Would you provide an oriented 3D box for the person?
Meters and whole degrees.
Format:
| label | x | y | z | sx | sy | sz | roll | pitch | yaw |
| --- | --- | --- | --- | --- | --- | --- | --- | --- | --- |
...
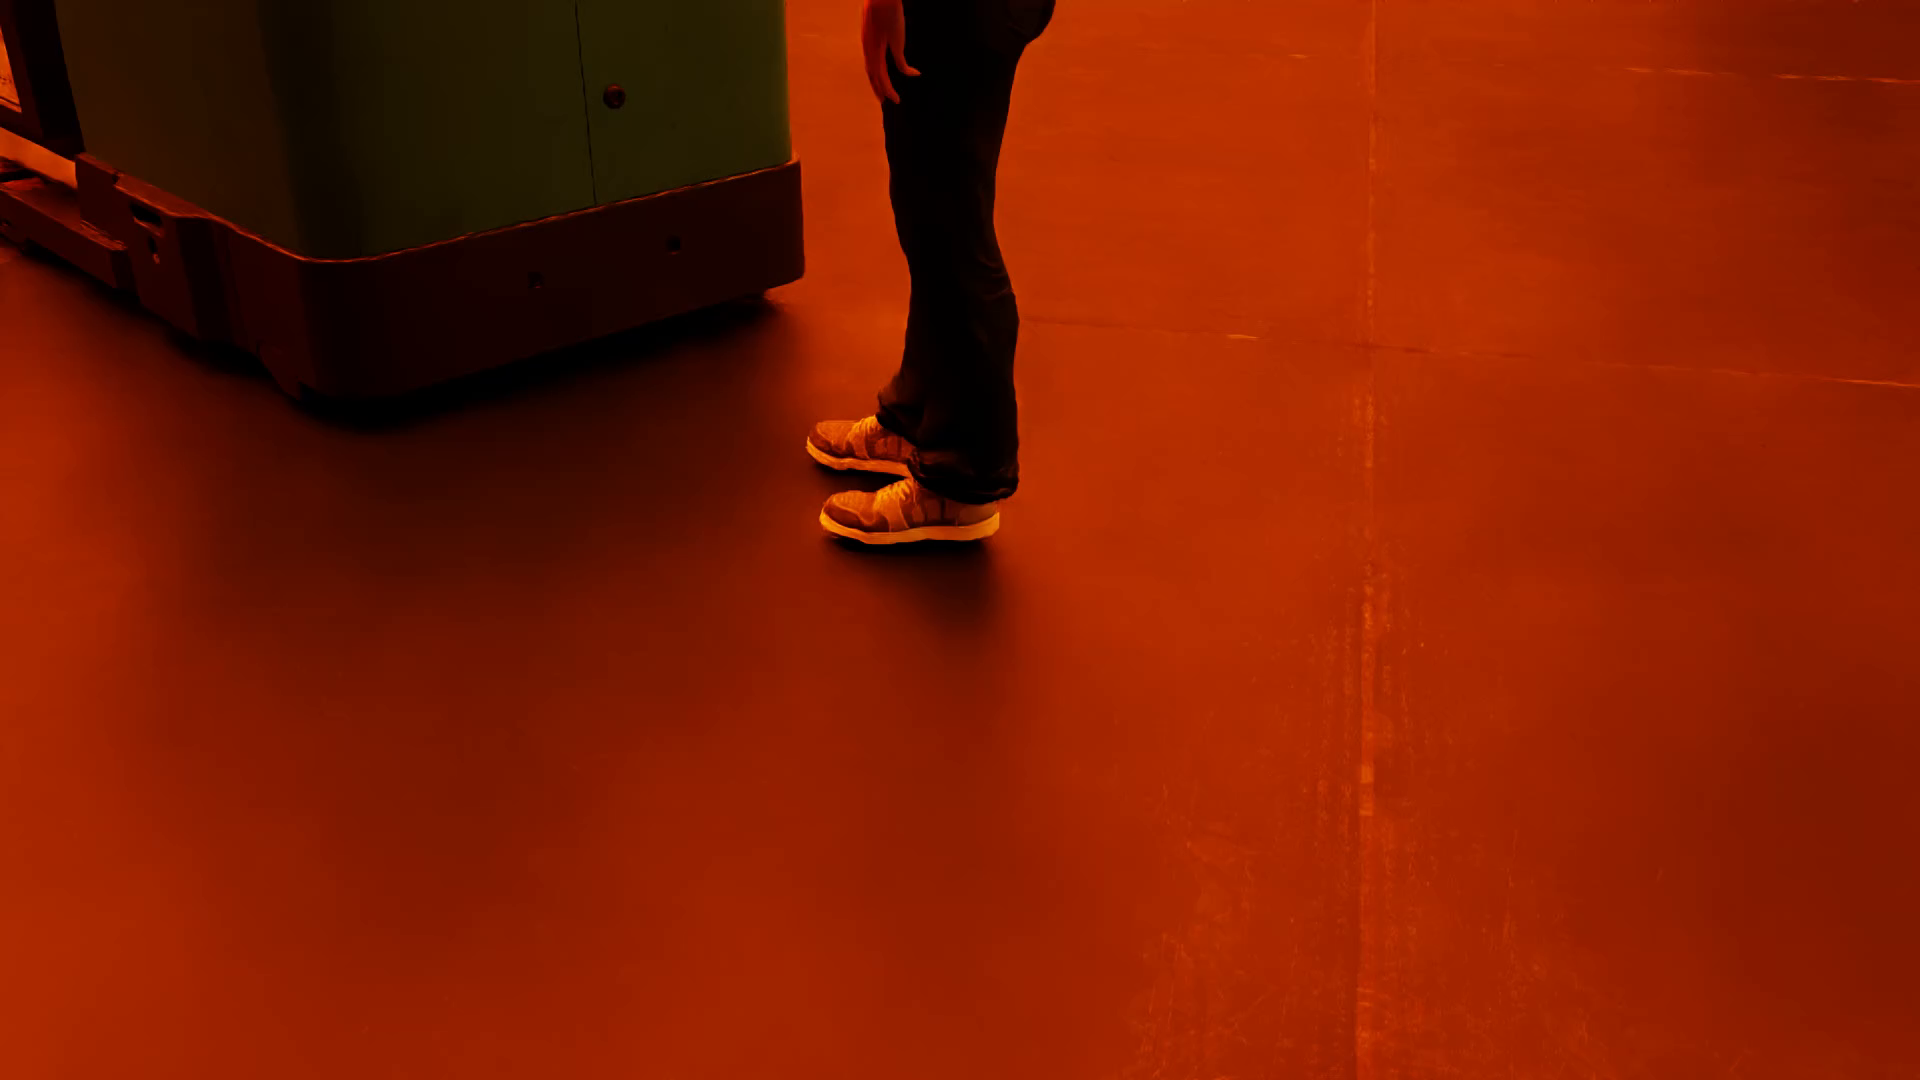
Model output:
| label | x | y | z | sx | sy | sz | roll | pitch | yaw |
| --- | --- | --- | --- | --- | --- | --- | --- | --- | --- |
| person | -0.069 | -0.733 | 2.163 | 0.474 | 1.597 | 0.520 | 6 | 27 | 11 |

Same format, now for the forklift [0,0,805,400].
| label | x | y | z | sx | sy | sz | roll | pitch | yaw |
| --- | --- | --- | --- | --- | --- | --- | --- | --- | --- |
| forklift | -1.714 | -2.114 | 3.436 | 1.130 | 2.935 | 3.031 | -24 | 35 | -39 |
